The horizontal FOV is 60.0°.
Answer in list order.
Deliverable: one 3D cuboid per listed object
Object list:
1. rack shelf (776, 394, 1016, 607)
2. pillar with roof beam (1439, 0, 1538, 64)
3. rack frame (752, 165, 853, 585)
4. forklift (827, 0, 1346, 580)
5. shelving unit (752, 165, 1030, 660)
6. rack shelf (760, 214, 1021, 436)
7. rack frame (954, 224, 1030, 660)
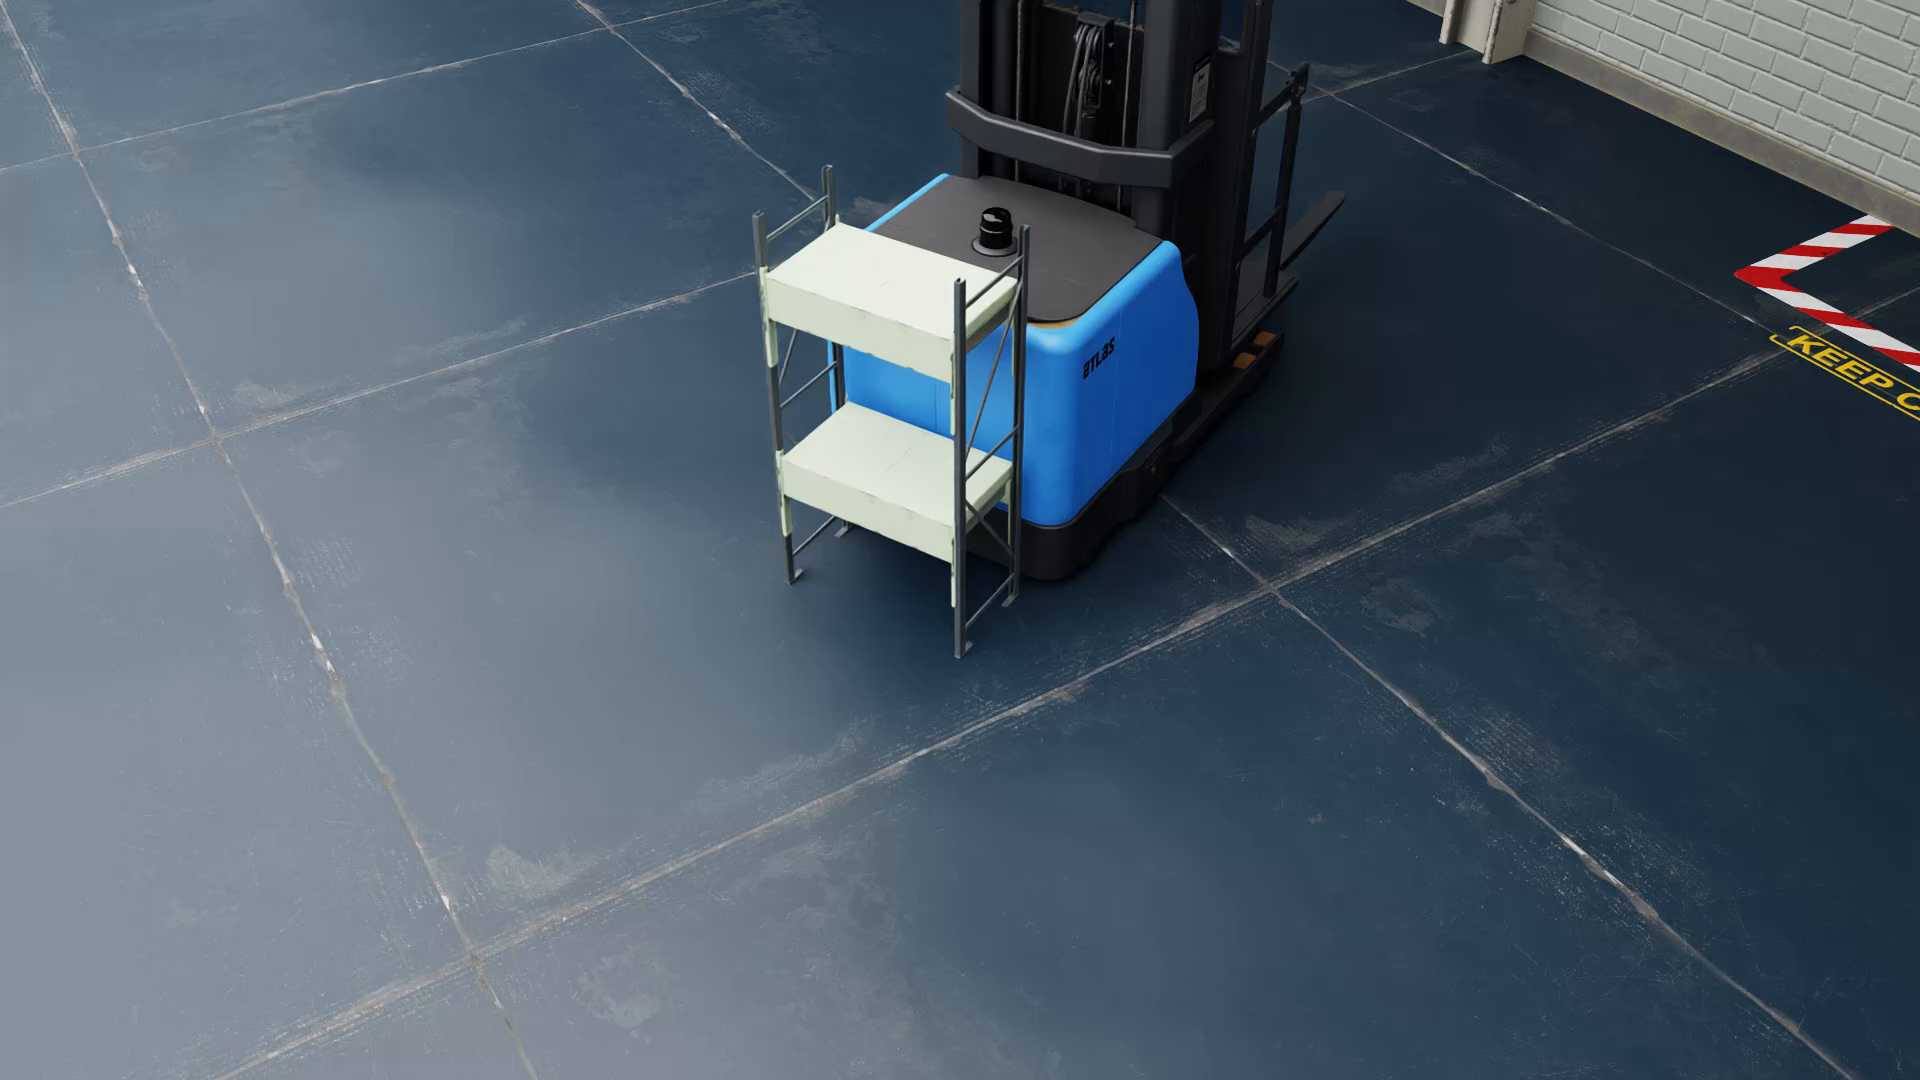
[{"bbox_3d":[-0.213,-0.148,5.765,0.720,0.370,0.431,22,45,24],"label":"rack shelf"},{"bbox_3d":[-0.582,-4.855,5.047,9.100,9.000,0.400,-22,45,-24],"label":"pillar with roof beam"},{"bbox_3d":[-0.523,-0.523,5.706,0.023,1.500,0.400,22,45,24],"label":"rack frame"},{"bbox_3d":[0.727,-1.896,6.236,1.130,2.935,3.031,22,45,25],"label":"forklift"},{"bbox_3d":[-0.213,-0.398,5.556,0.755,1.500,0.431,22,45,24],"label":"shelving unit"},{"bbox_3d":[-0.213,-0.698,5.306,0.720,0.370,0.431,22,45,24],"label":"rack shelf"},{"bbox_3d":[0.097,-0.274,5.407,0.023,1.500,0.400,22,45,24],"label":"rack frame"}]
